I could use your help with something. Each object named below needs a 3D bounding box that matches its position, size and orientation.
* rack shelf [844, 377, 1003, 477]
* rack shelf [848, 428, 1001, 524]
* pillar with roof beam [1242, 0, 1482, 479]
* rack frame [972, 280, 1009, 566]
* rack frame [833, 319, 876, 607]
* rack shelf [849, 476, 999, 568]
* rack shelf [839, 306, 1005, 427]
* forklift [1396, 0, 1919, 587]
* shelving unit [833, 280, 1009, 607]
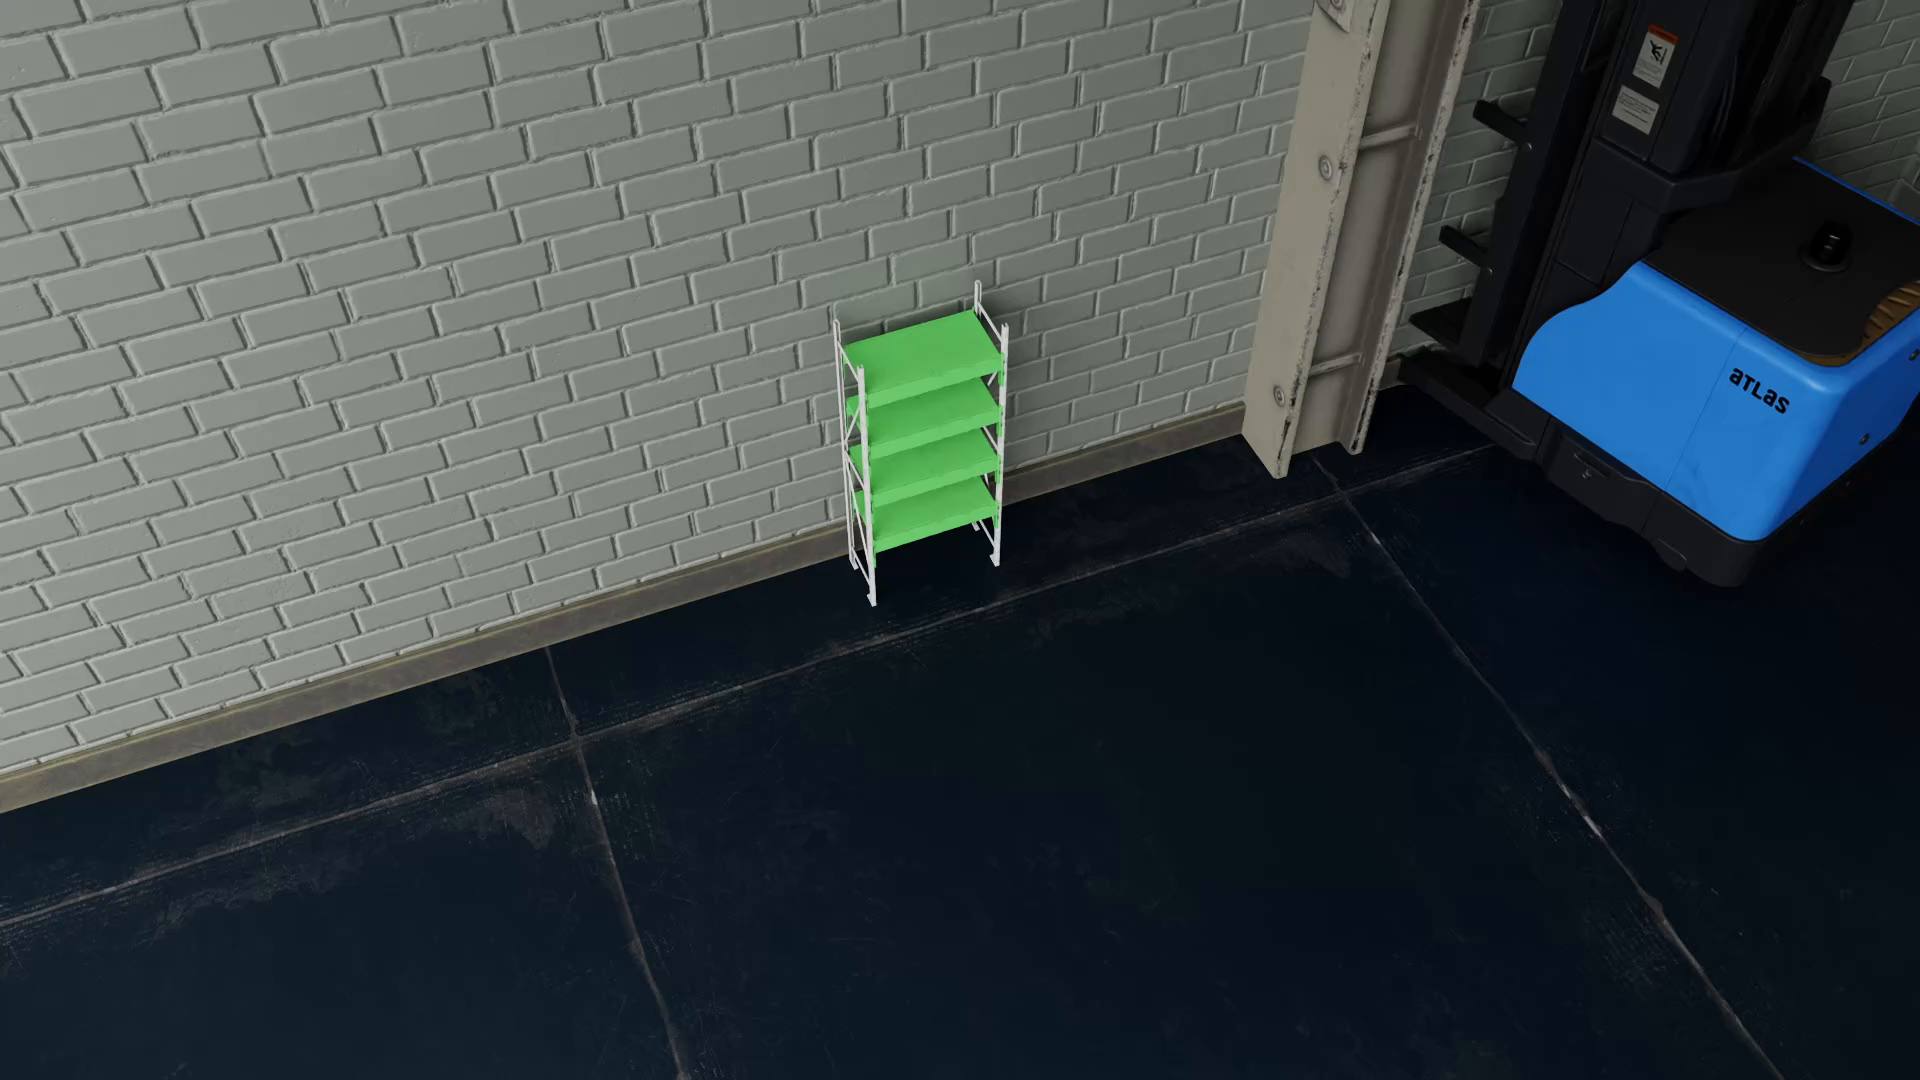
[{"bbox_3d":[-0.127,-0.413,5.578,0.480,0.148,0.258,-18,53,-15],"label":"rack shelf"},{"bbox_3d":[-0.129,-0.260,5.763,0.480,0.148,0.258,-18,53,-15],"label":"rack shelf"},{"bbox_3d":[2.976,-0.309,0.584,0.400,9.000,9.100,-17,52,-14],"label":"pillar with roof beam"},{"bbox_3d":[0.097,-0.372,5.775,0.015,1.200,0.240,-18,53,-15],"label":"rack frame"},{"bbox_3d":[-0.353,-0.229,5.652,0.015,1.200,0.240,-18,53,-15],"label":"rack frame"},{"bbox_3d":[-0.130,-0.107,5.948,0.480,0.148,0.258,-18,53,-15],"label":"rack shelf"},{"bbox_3d":[-0.125,-0.566,5.394,0.480,0.148,0.258,-18,53,-15],"label":"rack shelf"},{"bbox_3d":[2.212,-1.846,5.903,1.130,2.935,3.031,-32,56,-24],"label":"forklift"},{"bbox_3d":[-0.128,-0.301,5.714,0.503,1.200,0.258,-18,53,-15],"label":"shelving unit"}]
